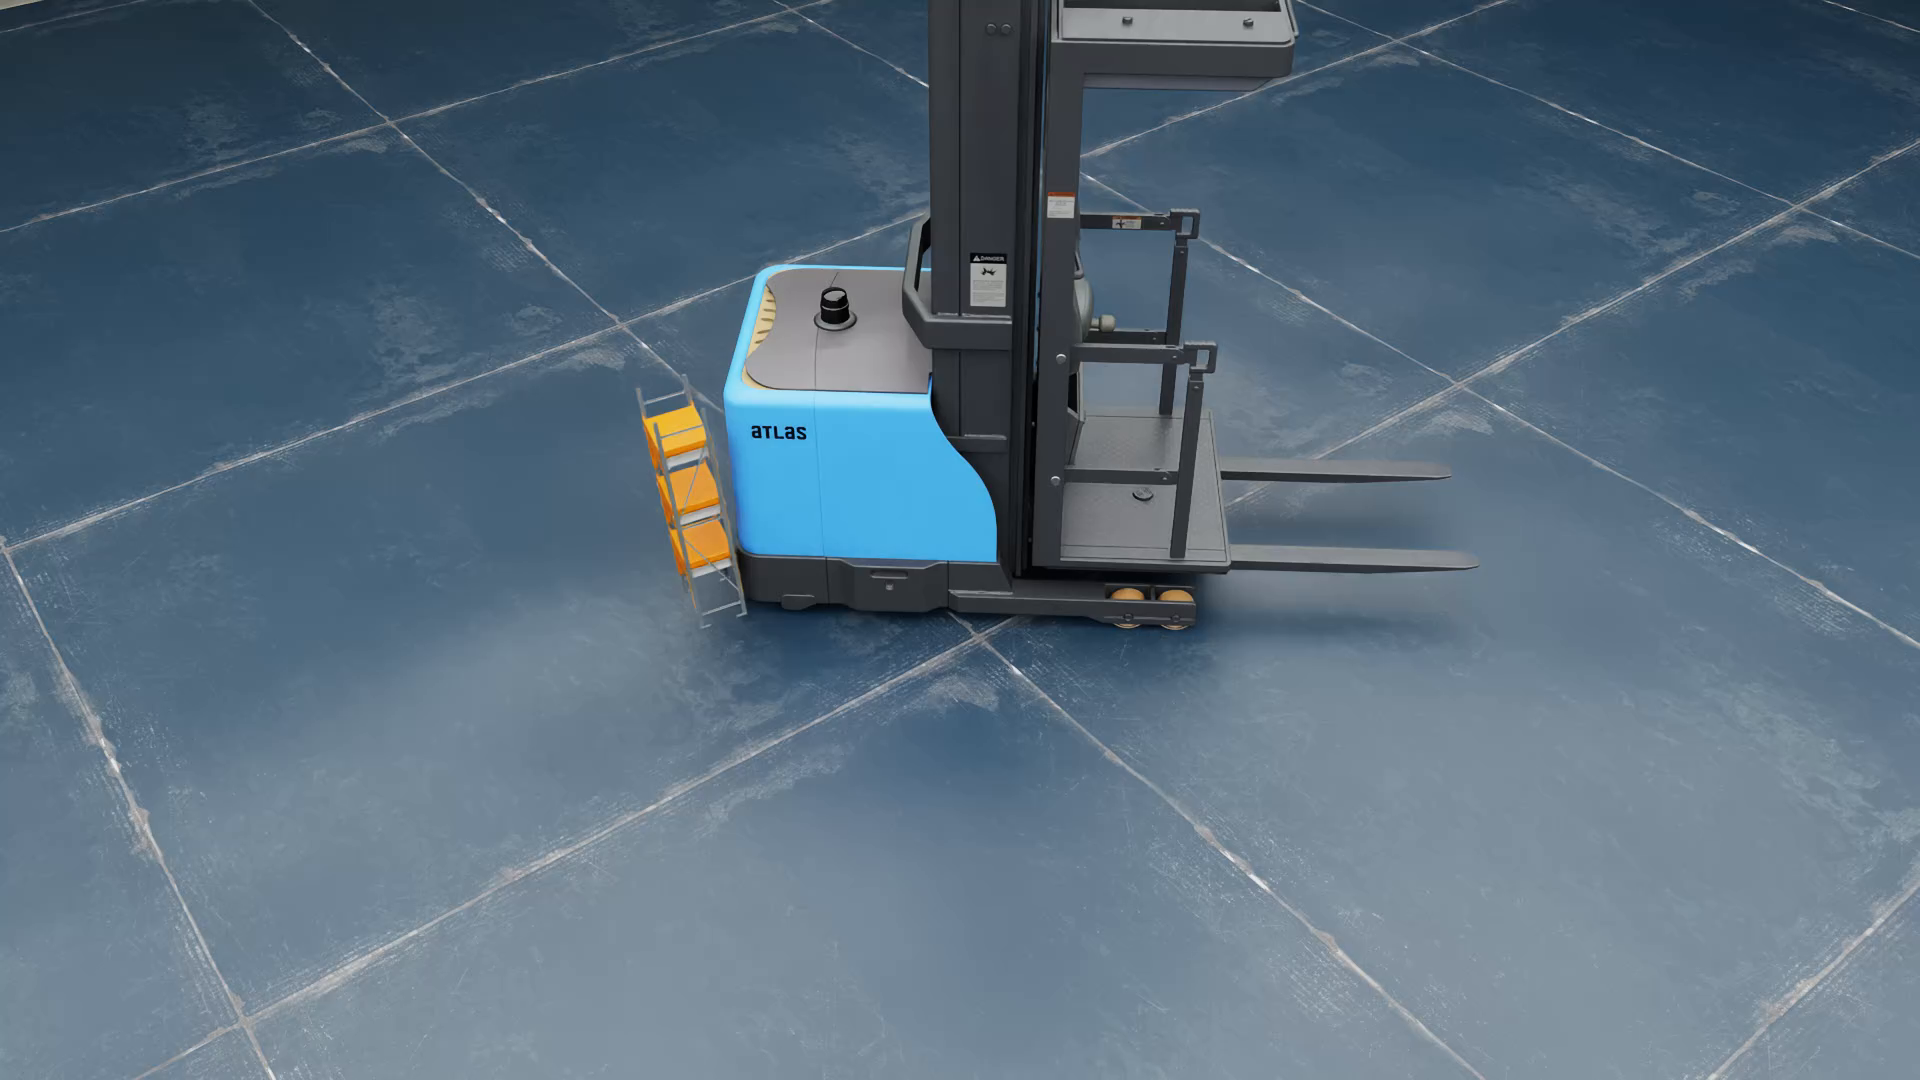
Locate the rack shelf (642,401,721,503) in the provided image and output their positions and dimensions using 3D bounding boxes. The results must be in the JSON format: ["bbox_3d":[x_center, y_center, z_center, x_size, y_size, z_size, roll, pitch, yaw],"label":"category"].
[{"bbox_3d":[-1.071,-0.340,6.396,0.215,0.259,0.240,-18,43,-15],"label":"rack shelf"}]

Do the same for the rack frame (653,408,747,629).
[{"bbox_3d":[-1.004,-0.063,6.488,0.200,1.050,0.008,-18,43,-15],"label":"rack frame"}]

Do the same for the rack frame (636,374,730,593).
[{"bbox_3d":[-1.100,-0.205,6.661,0.200,1.050,0.008,-18,43,-15],"label":"rack frame"}]

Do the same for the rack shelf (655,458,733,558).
[{"bbox_3d":[-1.052,-0.126,6.581,0.215,0.259,0.240,-18,43,-15],"label":"rack shelf"}]

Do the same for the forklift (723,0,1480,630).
[{"bbox_3d":[0.623,-1.114,6.297,3.031,2.935,1.130,2,39,2],"label":"forklift"}]

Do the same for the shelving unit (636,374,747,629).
[{"bbox_3d":[-1.052,-0.134,6.575,0.215,1.050,0.252,-18,43,-15],"label":"shelving unit"}]

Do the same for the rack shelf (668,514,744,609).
[{"bbox_3d":[-1.033,0.083,6.763,0.215,0.259,0.240,-18,43,-15],"label":"rack shelf"}]
